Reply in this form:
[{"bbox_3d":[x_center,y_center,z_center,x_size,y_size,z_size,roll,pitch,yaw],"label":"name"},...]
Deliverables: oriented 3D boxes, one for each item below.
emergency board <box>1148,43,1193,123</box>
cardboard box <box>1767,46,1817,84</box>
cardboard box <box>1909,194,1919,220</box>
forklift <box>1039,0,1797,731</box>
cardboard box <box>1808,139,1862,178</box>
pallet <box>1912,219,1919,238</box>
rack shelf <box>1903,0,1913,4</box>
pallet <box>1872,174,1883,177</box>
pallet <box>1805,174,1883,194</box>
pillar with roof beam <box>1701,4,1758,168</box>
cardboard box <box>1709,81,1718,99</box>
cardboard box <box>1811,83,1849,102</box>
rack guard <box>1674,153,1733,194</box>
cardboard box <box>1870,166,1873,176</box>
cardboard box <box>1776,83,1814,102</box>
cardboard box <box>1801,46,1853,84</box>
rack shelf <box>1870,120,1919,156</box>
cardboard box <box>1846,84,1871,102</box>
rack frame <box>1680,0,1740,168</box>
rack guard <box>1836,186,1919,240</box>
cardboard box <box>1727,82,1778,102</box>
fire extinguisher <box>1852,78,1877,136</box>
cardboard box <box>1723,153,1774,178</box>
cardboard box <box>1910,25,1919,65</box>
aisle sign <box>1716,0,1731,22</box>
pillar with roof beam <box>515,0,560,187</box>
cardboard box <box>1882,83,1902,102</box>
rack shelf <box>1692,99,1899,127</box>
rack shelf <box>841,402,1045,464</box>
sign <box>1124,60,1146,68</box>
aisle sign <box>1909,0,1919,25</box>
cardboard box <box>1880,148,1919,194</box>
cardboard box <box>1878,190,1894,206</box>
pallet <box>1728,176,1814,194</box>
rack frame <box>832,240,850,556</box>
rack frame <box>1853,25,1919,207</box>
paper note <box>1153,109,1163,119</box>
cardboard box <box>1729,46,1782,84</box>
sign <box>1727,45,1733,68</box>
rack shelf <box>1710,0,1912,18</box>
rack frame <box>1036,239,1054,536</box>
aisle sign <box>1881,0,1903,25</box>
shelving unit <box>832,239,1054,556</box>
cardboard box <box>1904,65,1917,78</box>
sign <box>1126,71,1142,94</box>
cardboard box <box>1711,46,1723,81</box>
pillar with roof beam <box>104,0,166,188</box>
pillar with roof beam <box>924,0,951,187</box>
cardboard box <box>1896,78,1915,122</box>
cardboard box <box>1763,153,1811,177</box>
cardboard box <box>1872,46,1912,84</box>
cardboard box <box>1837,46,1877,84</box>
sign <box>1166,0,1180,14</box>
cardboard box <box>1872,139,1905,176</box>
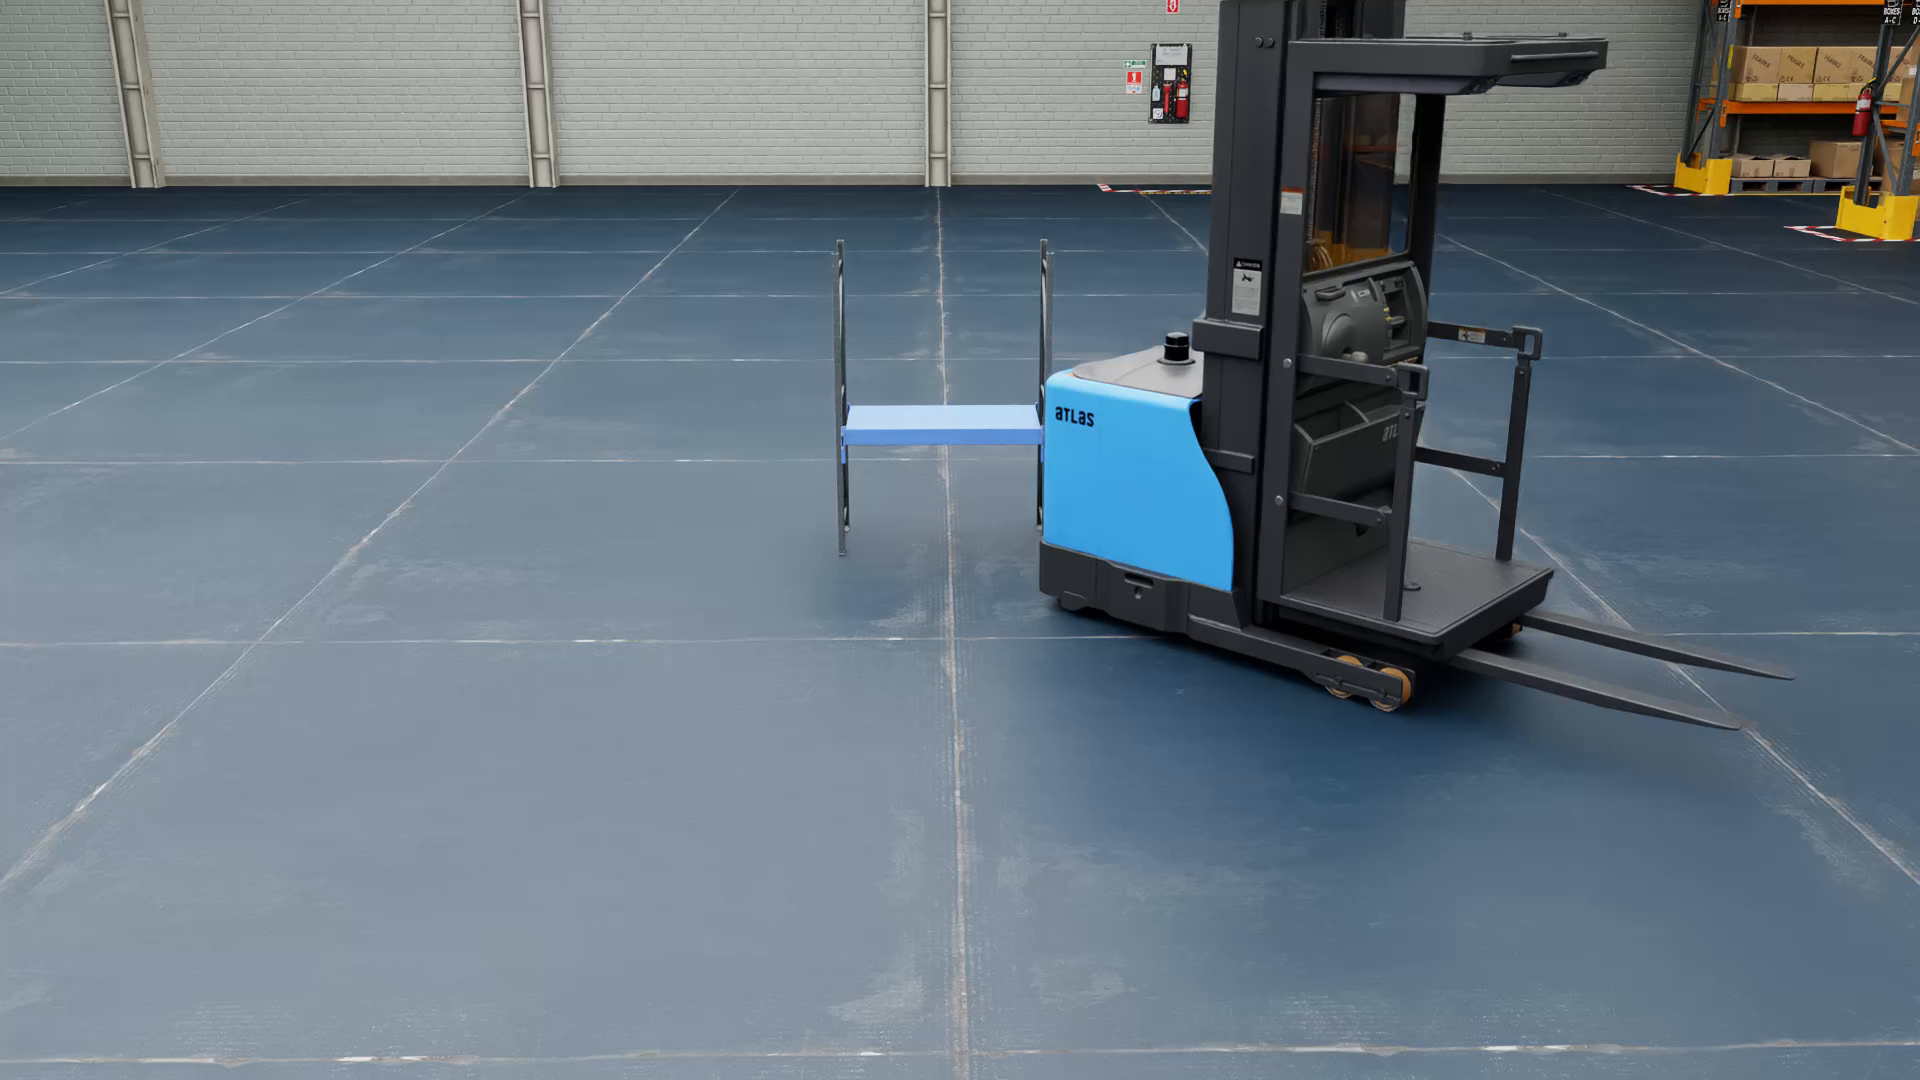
[{"bbox_3d":[3.193,-6.889,25.111,0.643,1.169,0.194,0,18,-1],"label":"emergency board"},{"bbox_3d":[11.954,-6.855,23.992,0.500,0.500,0.500,0,18,-1],"label":"cardboard box"},{"bbox_3d":[11.599,-3.963,19.804,0.500,0.250,0.500,0,18,-1],"label":"cardboard box"},{"bbox_3d":[1.795,-0.910,6.587,3.031,2.935,1.130,15,23,39],"label":"forklift"},{"bbox_3d":[12.975,-5.636,24.579,0.500,0.500,0.700,-1,18,-4],"label":"cardboard box"},{"bbox_3d":[11.823,-3.826,20.129,1.213,0.211,1.003,0,18,-1],"label":"pallet"},{"bbox_3d":[13.059,-6.233,19.334,4.000,0.370,1.077,0,18,-1],"label":"rack shelf"},{"bbox_3d":[14.306,-5.328,24.810,1.213,0.211,1.003,0,18,-1],"label":"pallet"},{"bbox_3d":[13.083,-5.321,24.789,1.213,0.211,1.003,0,18,-1],"label":"pallet"},{"bbox_3d":[11.732,-8.460,20.187,0.400,9.000,9.100,0,18,-1],"label":"pillar with roof beam"},{"bbox_3d":[11.442,-6.650,24.580,0.500,0.250,0.500,0,18,0],"label":"cardboard box"},{"bbox_3d":[12.499,-6.501,24.116,0.500,0.250,0.500,-1,18,-2],"label":"cardboard box"},{"bbox_3d":[11.054,-5.460,24.751,0.348,0.500,1.175,0,18,-1],"label":"rack guard"},{"bbox_3d":[13.378,-5.520,24.791,0.250,0.149,0.380,-2,18,-5],"label":"cardboard box"},{"bbox_3d":[11.989,-6.501,24.114,0.500,0.250,0.500,-1,18,-3],"label":"cardboard box"},{"bbox_3d":[12.471,-6.856,23.994,0.500,0.500,0.500,-1,18,-3],"label":"cardboard box"},{"bbox_3d":[13.059,-4.804,19.792,4.000,0.370,1.077,0,18,-1],"label":"rack shelf"},{"bbox_3d":[13.004,-6.503,24.122,0.500,0.250,0.500,0,18,0],"label":"cardboard box"},{"bbox_3d":[10.978,-6.650,24.368,0.127,3.000,1.000,0,18,-1],"label":"rack frame"},{"bbox_3d":[11.036,-3.947,20.033,0.348,0.500,1.175,0,18,-1],"label":"rack guard"},{"bbox_3d":[11.471,-6.494,24.093,0.500,0.250,0.500,-1,18,-2],"label":"cardboard box"},{"bbox_3d":[10.934,-5.242,20.104,0.183,0.674,0.296,0,18,-1],"label":"fire extinguisher"},{"bbox_3d":[11.671,-5.555,24.636,0.500,0.311,0.500,-2,18,-7],"label":"cardboard box"},{"bbox_3d":[11.579,-5.801,19.434,0.500,0.500,0.700,0,18,-1],"label":"cardboard box"},{"bbox_3d":[10.910,-7.796,23.684,0.004,0.787,0.394,0,18,-1],"label":"aisle sign"},{"bbox_3d":[-6.266,-8.373,19.917,0.400,9.000,9.100,0,18,-1],"label":"pillar with roof beam"},{"bbox_3d":[13.507,-6.506,24.131,0.500,0.250,0.500,0,18,-1],"label":"cardboard box"},{"bbox_3d":[12.977,-6.317,24.508,4.000,0.370,1.077,0,18,-1],"label":"rack shelf"},{"bbox_3d":[-0.085,-0.542,8.372,1.000,0.185,0.538,0,18,-1],"label":"rack shelf"},{"bbox_3d":[2.643,-7.184,25.106,0.331,0.109,0.001,0,18,-1],"label":"sign"},{"bbox_3d":[10.999,-6.281,18.962,0.004,0.787,0.394,0,18,-1],"label":"aisle sign"},{"bbox_3d":[11.591,-4.479,20.184,0.500,0.500,0.500,0,18,-1],"label":"cardboard box"},{"bbox_3d":[11.591,-4.121,20.297,0.500,0.250,0.500,0,18,-1],"label":"cardboard box"},{"bbox_3d":[11.866,-5.316,24.774,1.213,0.211,1.003,0,18,-1],"label":"pallet"},{"bbox_3d":[-0.594,-0.711,8.310,0.032,1.500,0.500,0,18,-1],"label":"rack frame"},{"bbox_3d":[11.060,-5.137,19.652,0.127,3.000,1.000,0,18,-1],"label":"rack frame"},{"bbox_3d":[3.015,-6.489,25.309,0.142,0.148,0.016,0,18,-1],"label":"paper note"},{"bbox_3d":[11.460,-6.856,23.994,0.500,0.500,0.500,0,18,-1],"label":"cardboard box"},{"bbox_3d":[10.986,-6.897,23.719,0.005,0.325,0.100,0,18,-1],"label":"sign"},{"bbox_3d":[12.977,-7.746,24.050,4.000,0.370,1.077,0,18,-1],"label":"rack shelf"},{"bbox_3d":[0.423,-0.716,8.325,0.032,1.500,0.500,0,18,-1],"label":"rack frame"},{"bbox_3d":[10.989,-6.465,19.533,0.004,0.787,0.394,0,18,-1],"label":"aisle sign"},{"bbox_3d":[-0.085,-0.714,8.317,1.048,1.500,0.538,0,18,-1],"label":"shelving unit"},{"bbox_3d":[11.439,-5.554,19.725,0.250,0.149,0.380,-1,18,-2],"label":"cardboard box"},{"bbox_3d":[2.639,-6.935,25.196,0.234,0.329,0.001,0,18,-1],"label":"sign"},{"bbox_3d":[11.446,-7.013,24.483,0.500,0.500,0.500,0,18,-1],"label":"cardboard box"},{"bbox_3d":[-12.265,-8.344,19.826,0.400,9.000,9.100,0,18,-1],"label":"pillar with roof beam"},{"bbox_3d":[-0.267,-8.402,20.007,0.400,9.000,9.100,0,18,-1],"label":"pillar with roof beam"},{"bbox_3d":[11.526,-5.183,19.631,0.500,0.500,0.700,0,18,-1],"label":"cardboard box"},{"bbox_3d":[12.241,-5.558,24.645,0.500,0.311,0.500,1,18,4],"label":"cardboard box"},{"bbox_3d":[13.507,-6.865,24.022,0.500,0.500,0.500,-1,18,-2],"label":"cardboard box"},{"bbox_3d":[12.987,-6.862,24.013,0.500,0.500,0.500,0,18,1],"label":"cardboard box"},{"bbox_3d":[3.183,-8.023,24.852,0.199,0.298,0.001,0,18,-1],"label":"sign"},{"bbox_3d":[13.940,-5.672,24.689,0.500,0.500,0.500,-2,18,-5],"label":"cardboard box"}]
